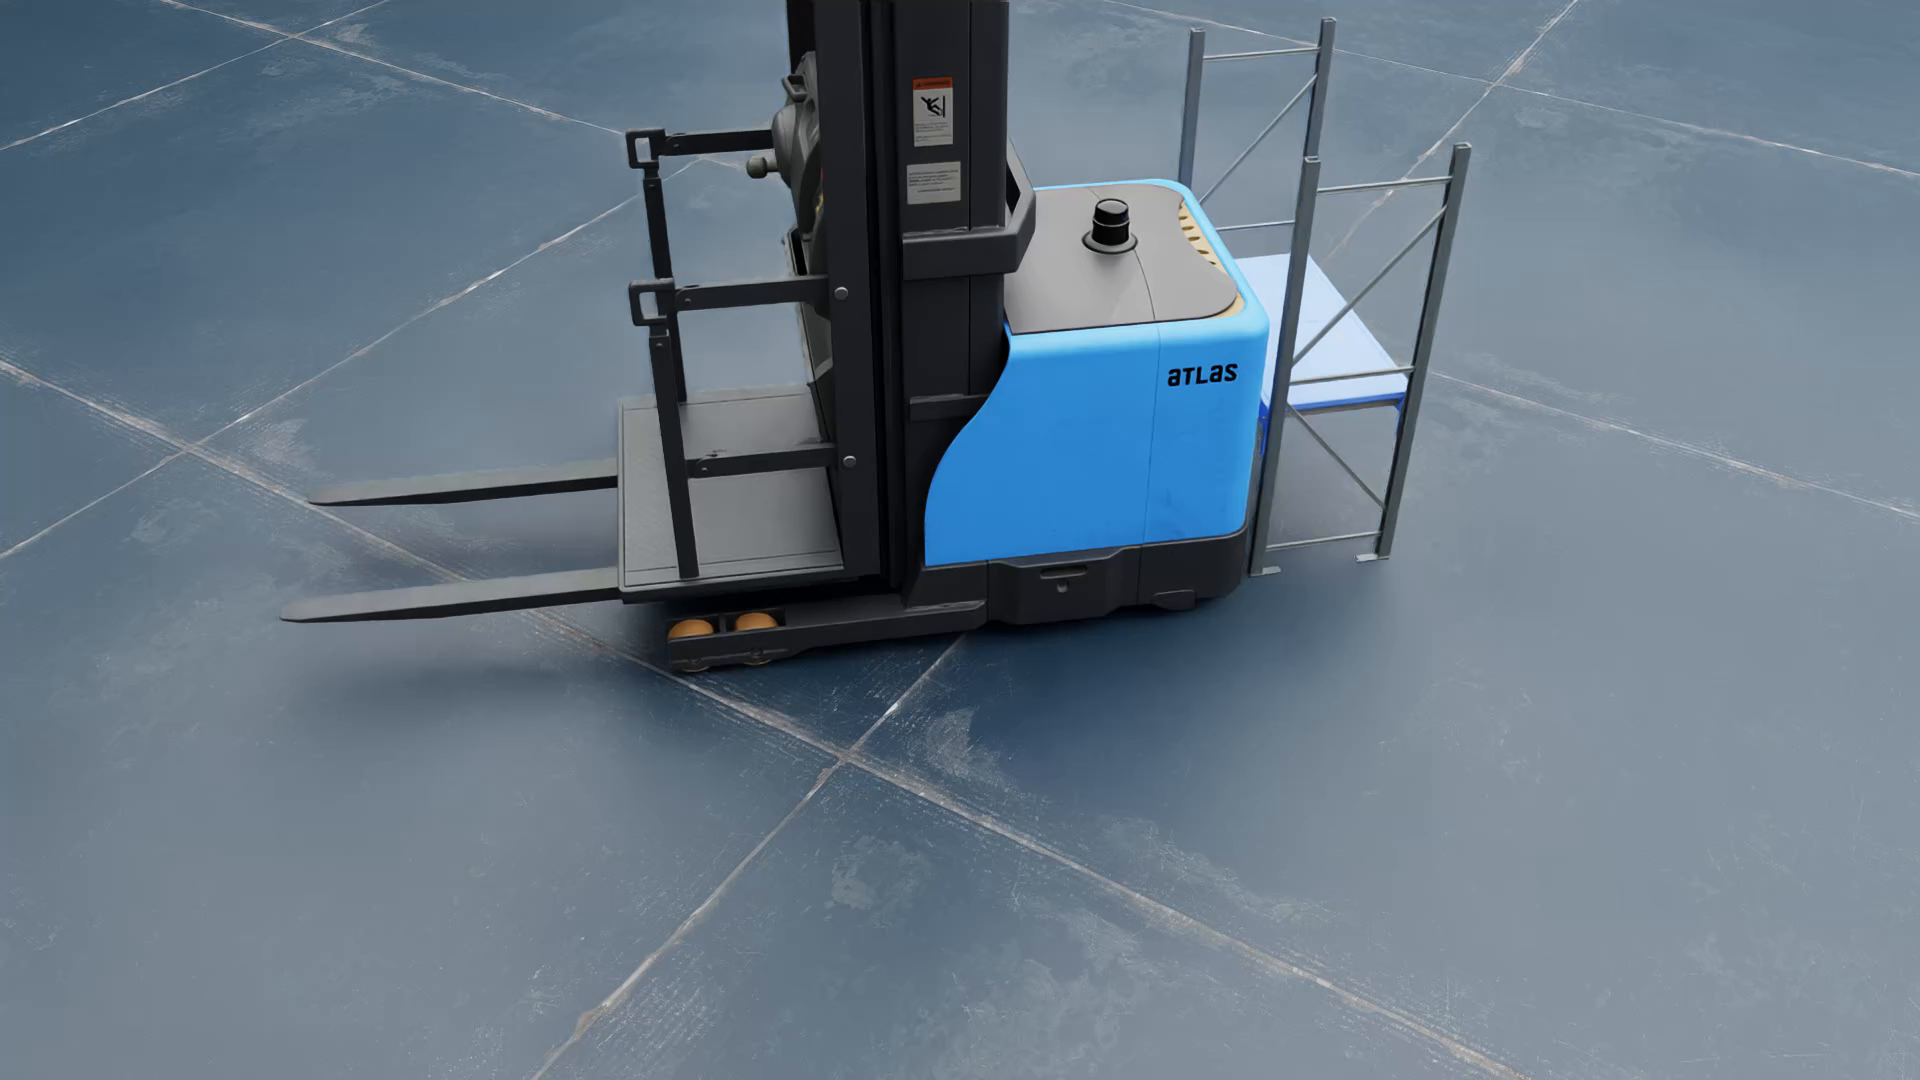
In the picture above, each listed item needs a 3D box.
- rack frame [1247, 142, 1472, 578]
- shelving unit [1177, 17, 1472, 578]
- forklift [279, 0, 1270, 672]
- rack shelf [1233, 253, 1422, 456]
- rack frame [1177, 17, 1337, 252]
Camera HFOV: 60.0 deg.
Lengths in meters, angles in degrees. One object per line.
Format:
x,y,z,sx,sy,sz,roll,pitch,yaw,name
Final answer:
1.216,-0.508,5.180,0.500,1.500,0.032,-7,38,-9,rack frame
1.112,-0.812,5.575,0.538,1.500,1.048,-7,38,-9,shelving unit
-0.638,-1.096,4.771,3.031,2.935,1.130,-6,38,-7,forklift
1.112,-0.669,5.684,0.538,0.185,1.000,-7,38,-9,rack shelf
1.008,-1.116,5.969,0.500,1.500,0.032,-7,38,-9,rack frame
